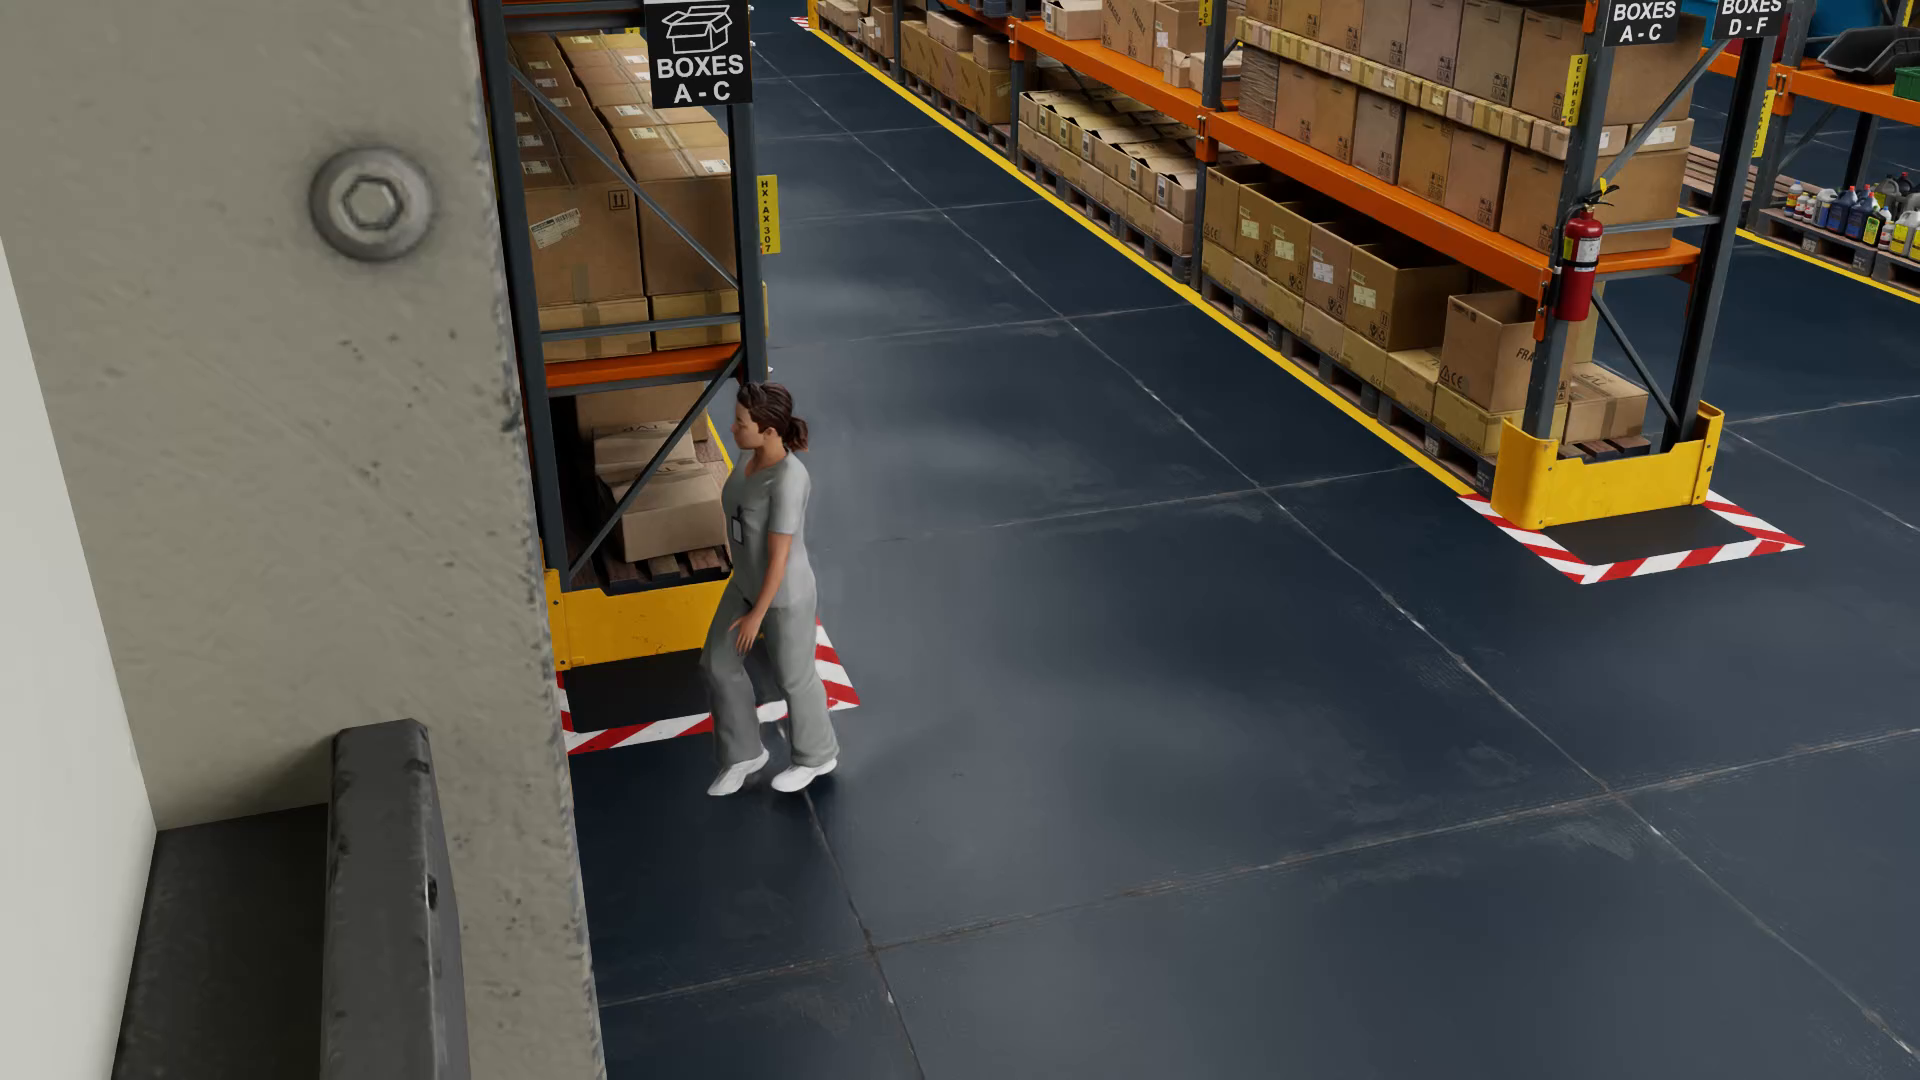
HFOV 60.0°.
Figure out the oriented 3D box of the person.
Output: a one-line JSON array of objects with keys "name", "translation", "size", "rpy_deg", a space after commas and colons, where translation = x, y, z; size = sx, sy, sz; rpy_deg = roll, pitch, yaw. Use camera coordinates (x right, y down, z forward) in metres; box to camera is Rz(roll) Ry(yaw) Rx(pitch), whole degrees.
[{"name": "person", "translation": [-0.727, 0.232, 6.178], "size": [0.513, 1.736, 0.460], "rpy_deg": [-17, 31, -30]}]
